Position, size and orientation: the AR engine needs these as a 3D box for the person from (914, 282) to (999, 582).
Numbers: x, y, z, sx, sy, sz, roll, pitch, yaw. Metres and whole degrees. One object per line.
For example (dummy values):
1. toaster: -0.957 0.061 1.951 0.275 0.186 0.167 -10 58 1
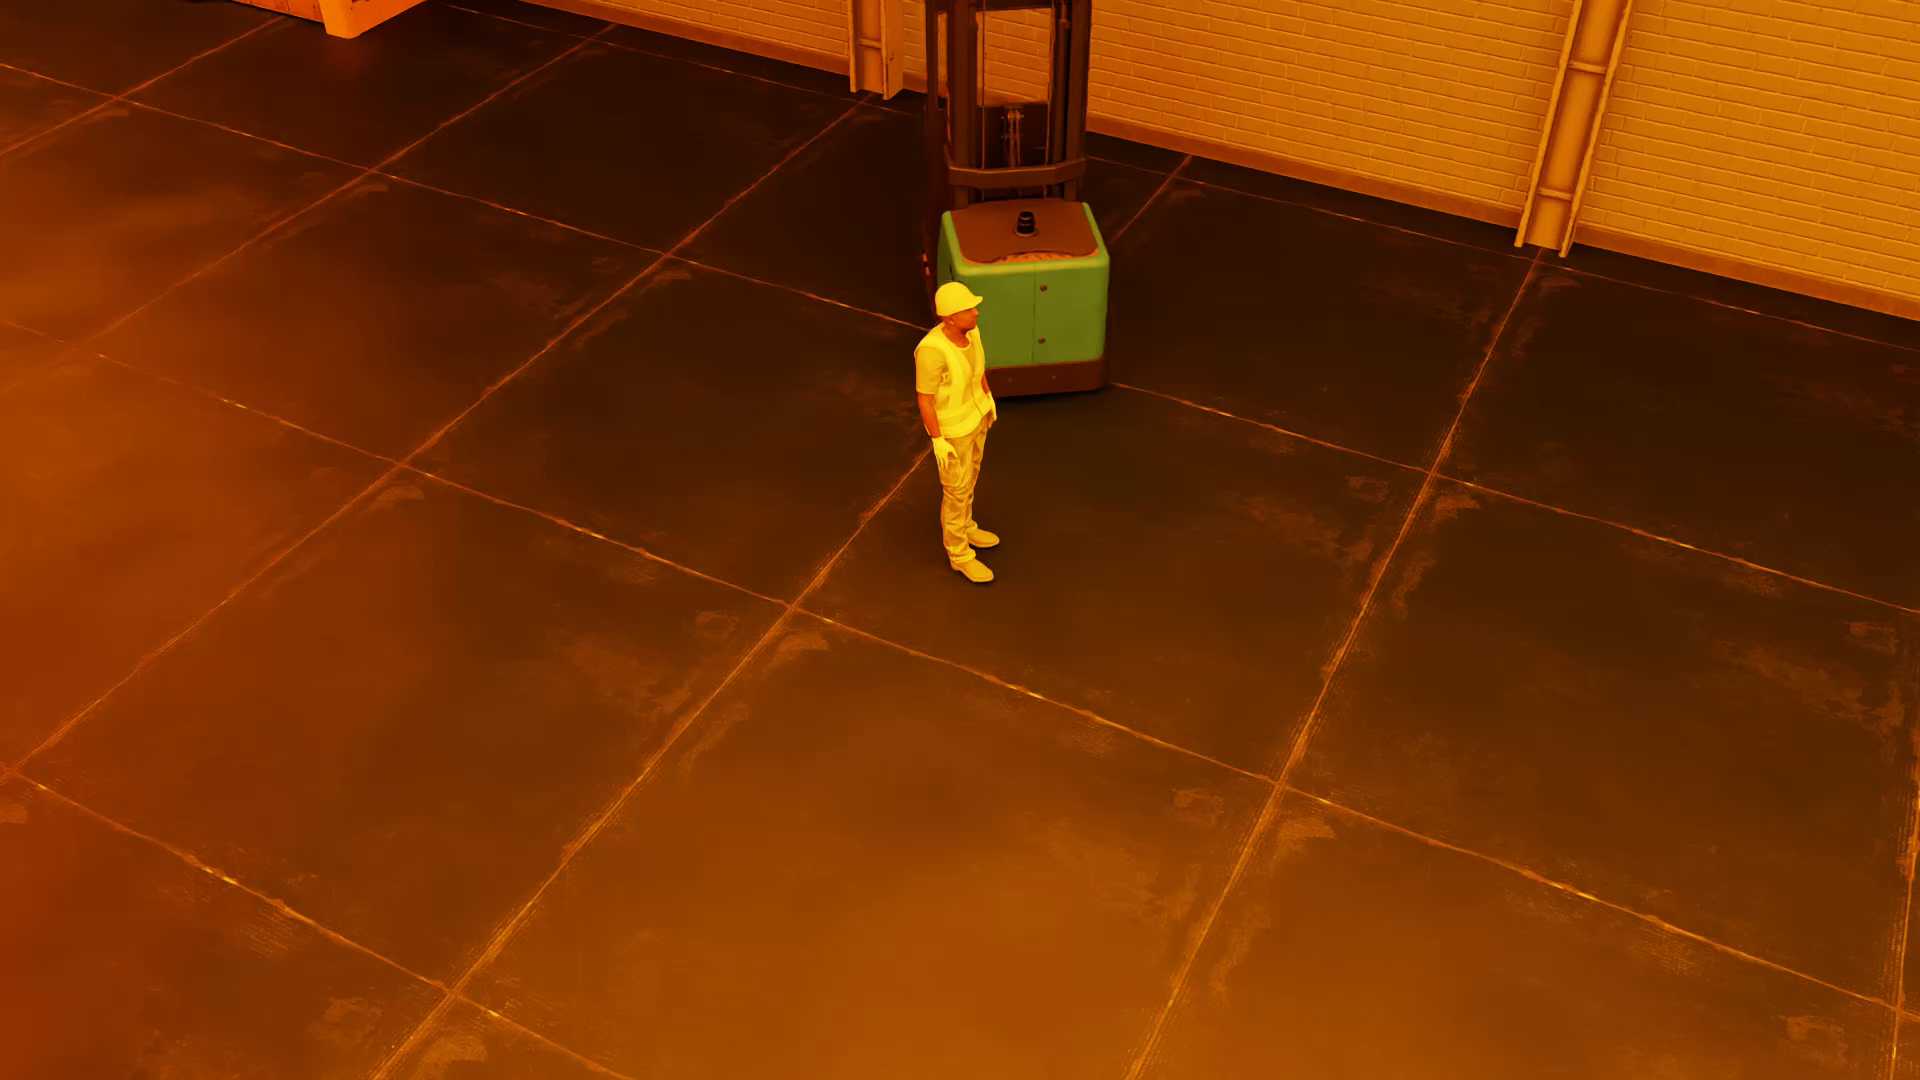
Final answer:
1. person: 0.059 -0.661 9.651 0.577 1.782 0.656 18 43 21

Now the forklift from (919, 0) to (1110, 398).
1. forklift: 0.287 -3.021 11.574 1.130 2.935 3.031 -5 40 -6
